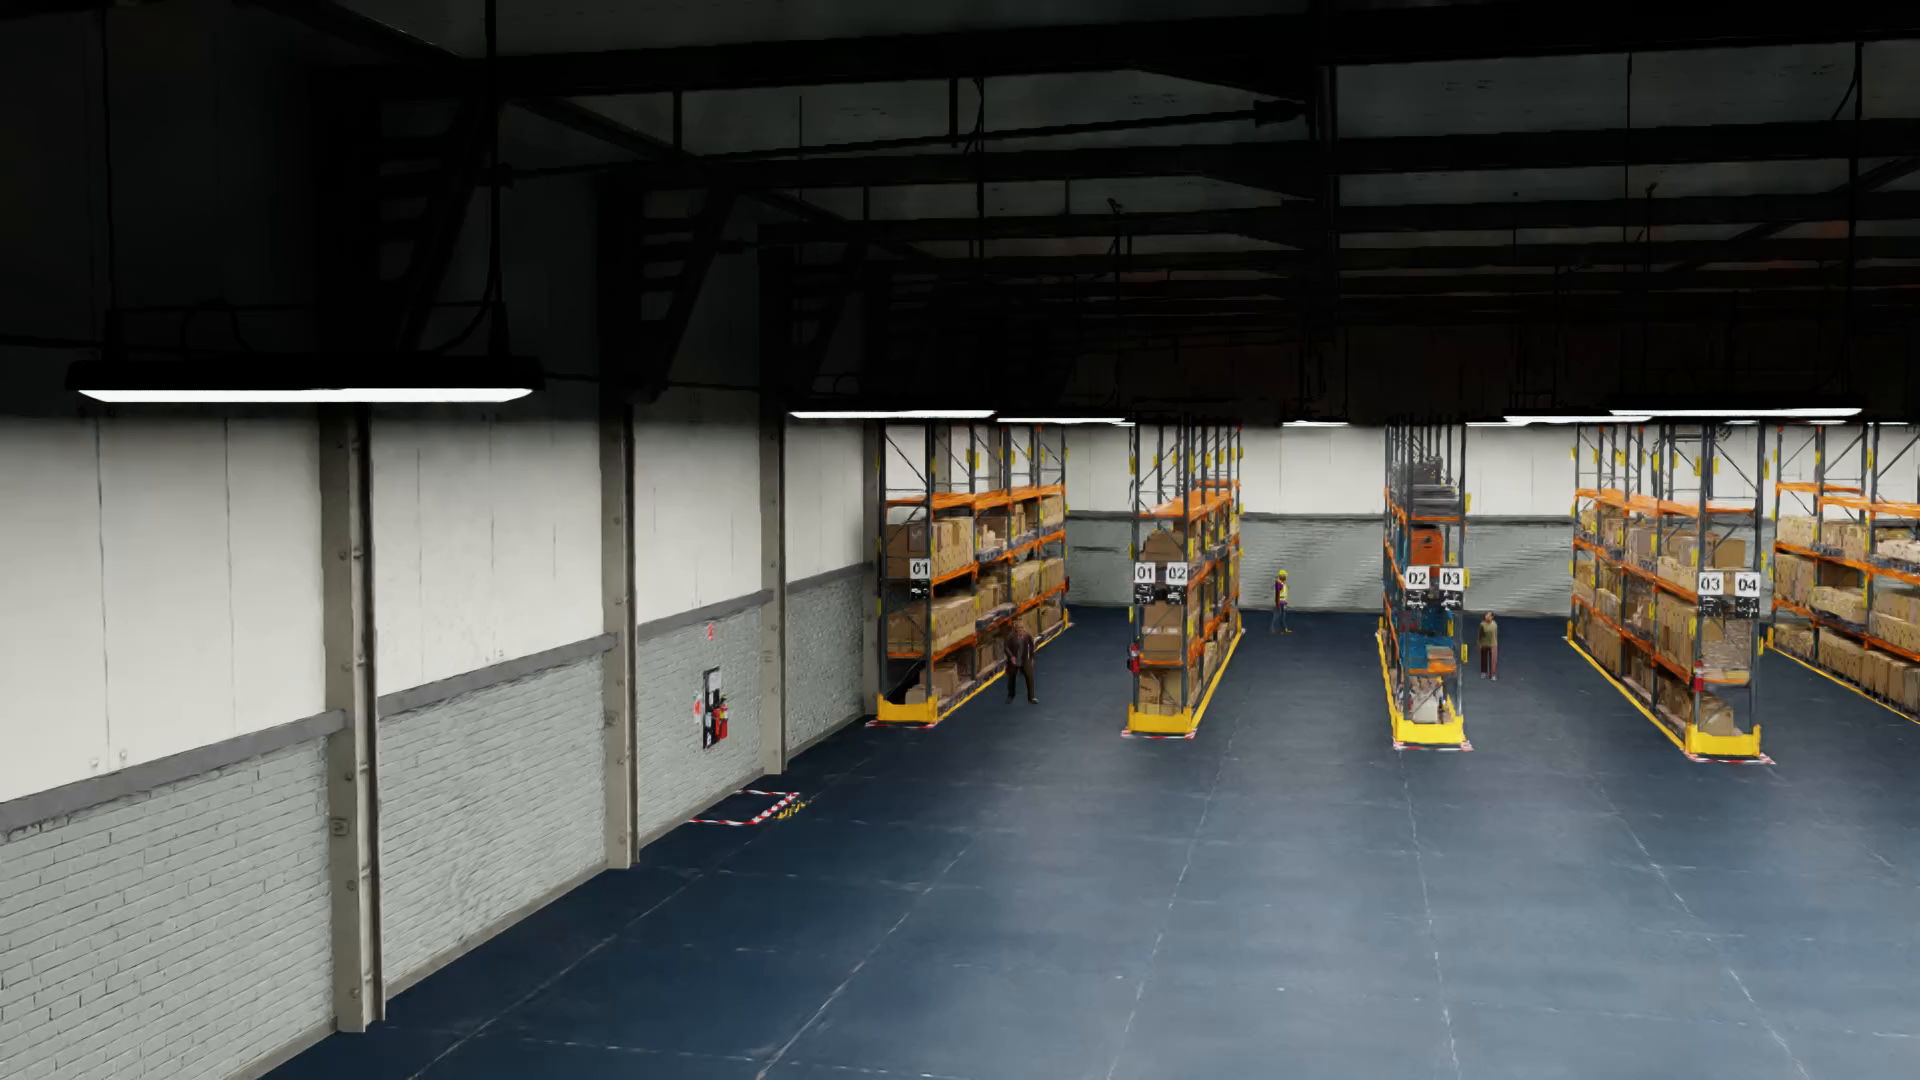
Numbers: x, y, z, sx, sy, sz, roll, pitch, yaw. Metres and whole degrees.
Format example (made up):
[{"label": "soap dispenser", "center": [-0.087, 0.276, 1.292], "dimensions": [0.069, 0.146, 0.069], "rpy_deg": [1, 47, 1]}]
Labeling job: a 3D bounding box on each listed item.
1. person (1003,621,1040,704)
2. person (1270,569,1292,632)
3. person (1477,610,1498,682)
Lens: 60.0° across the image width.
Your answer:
[{"label": "person", "center": [1.233, 2.526, 34.441], "dimensions": [0.728, 1.722, 0.852], "rpy_deg": [0, 4, -6]}, {"label": "person", "center": [8.949, 1.706, 46.388], "dimensions": [0.516, 1.764, 0.672], "rpy_deg": [2, 4, 27]}, {"label": "person", "center": [11.939, 2.367, 37.634], "dimensions": [0.448, 1.588, 1.110], "rpy_deg": [1, 4, 15]}]
